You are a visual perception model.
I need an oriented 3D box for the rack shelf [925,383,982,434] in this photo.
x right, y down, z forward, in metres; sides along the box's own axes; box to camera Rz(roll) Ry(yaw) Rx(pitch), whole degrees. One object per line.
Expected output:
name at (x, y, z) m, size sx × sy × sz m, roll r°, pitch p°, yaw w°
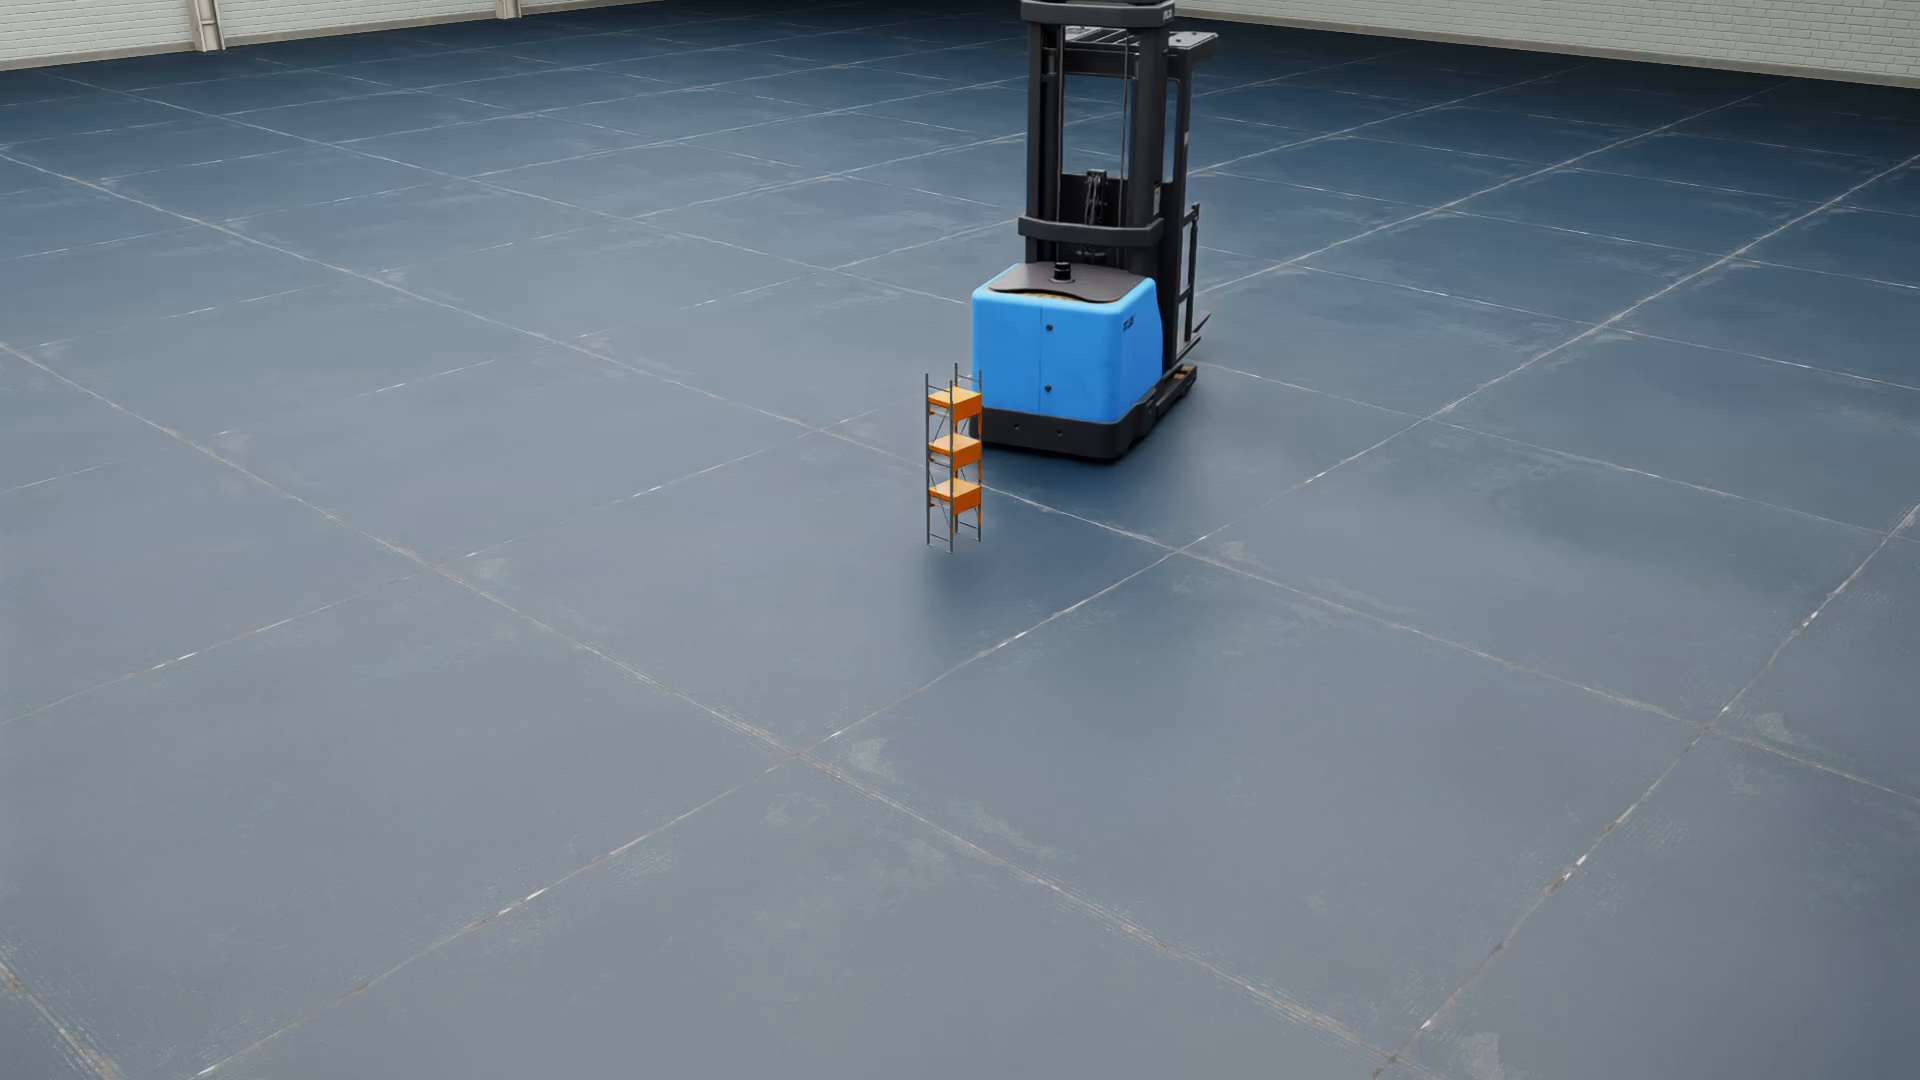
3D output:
rack shelf at (-0.036, -0.712, 9.387) m, size 0.215 × 0.259 × 0.240 m, roll 20°, pitch 31°, yaw 38°

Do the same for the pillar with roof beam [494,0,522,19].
pillar with roof beam at (-5.634, -13.161, 28.105) m, size 9.100 × 9.000 × 0.400 m, roll 20°, pitch 31°, yaw 38°

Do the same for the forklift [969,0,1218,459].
forklift at (1.099, -2.438, 11.605) m, size 1.130 × 2.935 × 3.031 m, roll 10°, pitch 26°, yaw 21°

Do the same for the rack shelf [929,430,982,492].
rack shelf at (-0.036, -0.453, 9.503) m, size 0.215 × 0.259 × 0.240 m, roll 20°, pitch 31°, yaw 38°

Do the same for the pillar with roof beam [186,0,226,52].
pillar with roof beam at (-9.639, -11.333, 24.028) m, size 9.100 × 9.000 × 0.400 m, roll 20°, pitch 31°, yaw 38°

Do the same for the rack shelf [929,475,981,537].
rack shelf at (-0.036, -0.199, 9.617) m, size 0.215 × 0.259 × 0.240 m, roll 20°, pitch 31°, yaw 38°

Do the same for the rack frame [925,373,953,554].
rack frame at (-0.117, -0.426, 9.416) m, size 0.200 × 1.050 × 0.008 m, roll 20°, pitch 31°, yaw 38°

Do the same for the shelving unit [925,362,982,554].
shelving unit at (-0.036, -0.463, 9.499) m, size 0.215 × 1.050 × 0.252 m, roll 20°, pitch 31°, yaw 38°

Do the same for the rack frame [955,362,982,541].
rack frame at (0.046, -0.500, 9.582) m, size 0.200 × 1.050 × 0.008 m, roll 20°, pitch 31°, yaw 38°
